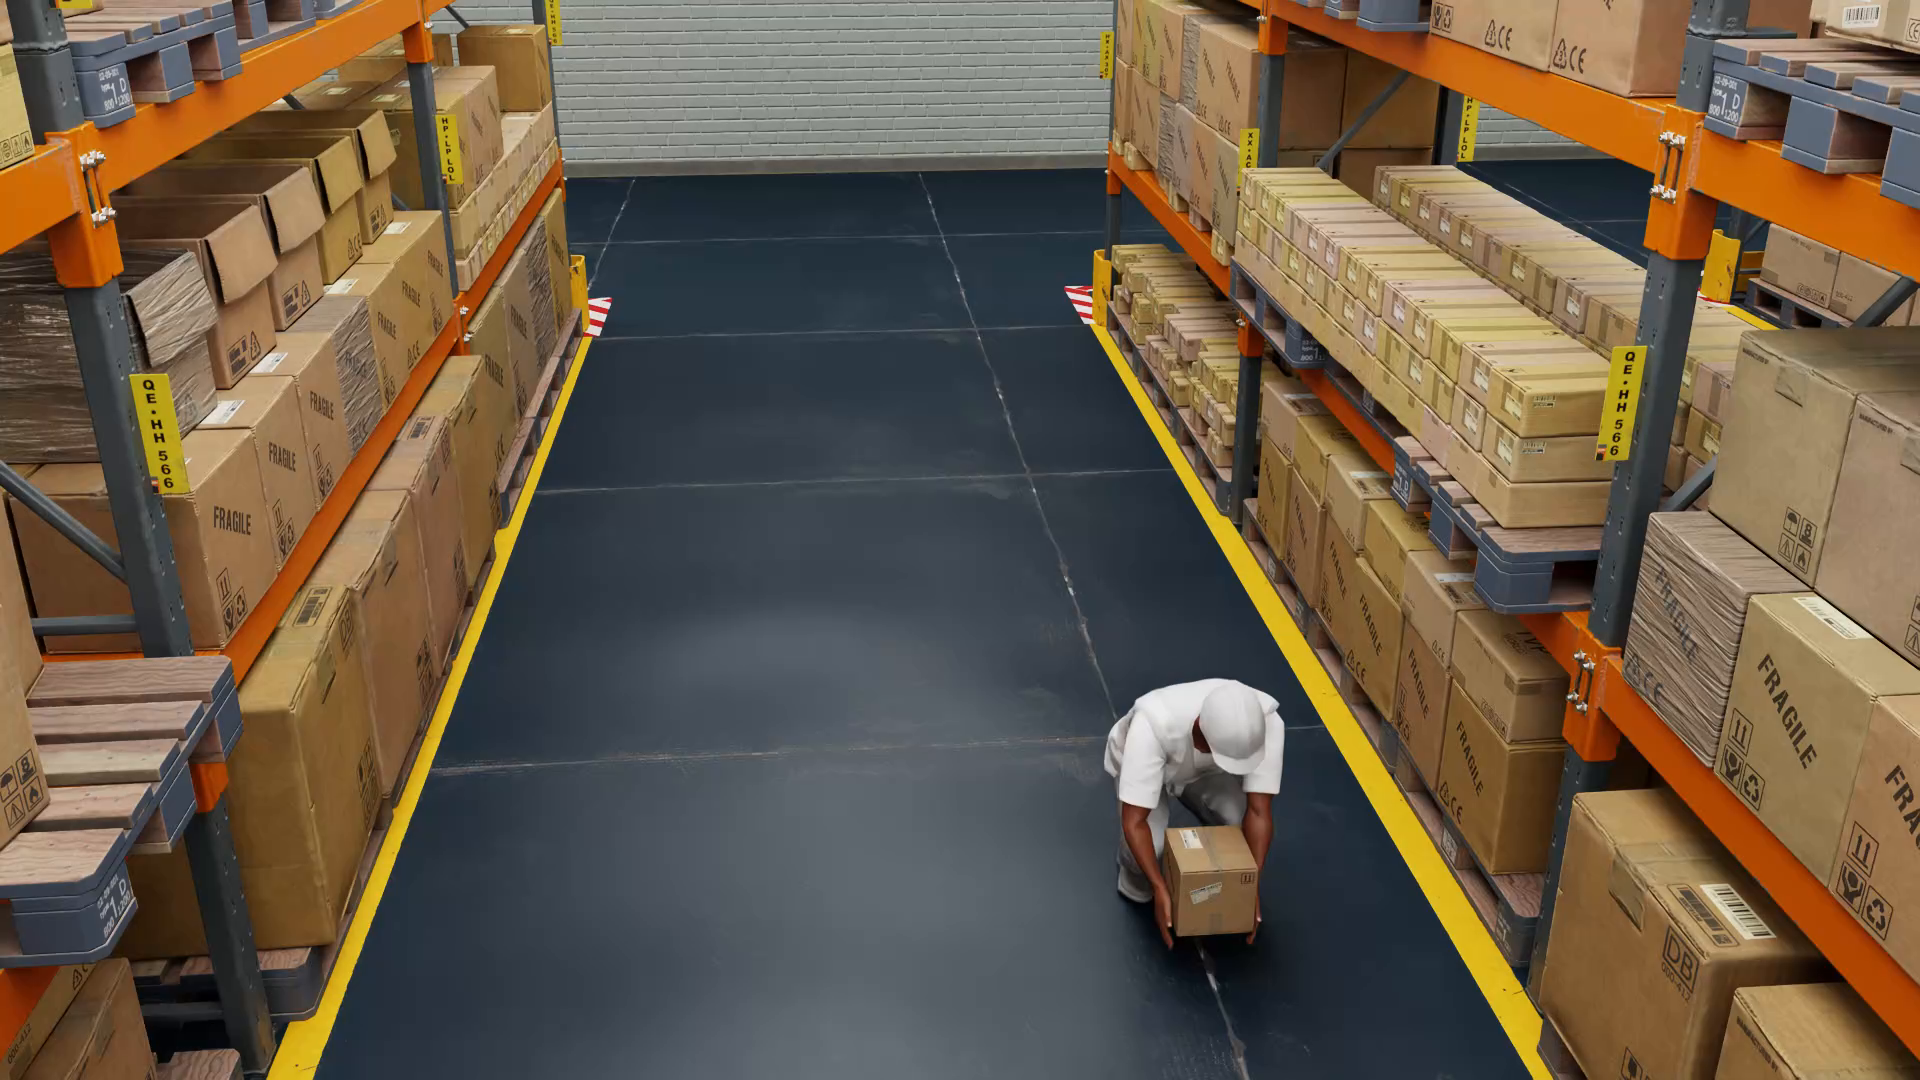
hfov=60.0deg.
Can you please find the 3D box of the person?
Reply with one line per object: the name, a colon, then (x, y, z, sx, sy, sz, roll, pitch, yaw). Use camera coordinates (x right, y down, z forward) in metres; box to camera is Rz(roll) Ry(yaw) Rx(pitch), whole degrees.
person: (0.796, 0.823, 5.654, 0.578, 1.001, 0.889, -3, 24, -6)
